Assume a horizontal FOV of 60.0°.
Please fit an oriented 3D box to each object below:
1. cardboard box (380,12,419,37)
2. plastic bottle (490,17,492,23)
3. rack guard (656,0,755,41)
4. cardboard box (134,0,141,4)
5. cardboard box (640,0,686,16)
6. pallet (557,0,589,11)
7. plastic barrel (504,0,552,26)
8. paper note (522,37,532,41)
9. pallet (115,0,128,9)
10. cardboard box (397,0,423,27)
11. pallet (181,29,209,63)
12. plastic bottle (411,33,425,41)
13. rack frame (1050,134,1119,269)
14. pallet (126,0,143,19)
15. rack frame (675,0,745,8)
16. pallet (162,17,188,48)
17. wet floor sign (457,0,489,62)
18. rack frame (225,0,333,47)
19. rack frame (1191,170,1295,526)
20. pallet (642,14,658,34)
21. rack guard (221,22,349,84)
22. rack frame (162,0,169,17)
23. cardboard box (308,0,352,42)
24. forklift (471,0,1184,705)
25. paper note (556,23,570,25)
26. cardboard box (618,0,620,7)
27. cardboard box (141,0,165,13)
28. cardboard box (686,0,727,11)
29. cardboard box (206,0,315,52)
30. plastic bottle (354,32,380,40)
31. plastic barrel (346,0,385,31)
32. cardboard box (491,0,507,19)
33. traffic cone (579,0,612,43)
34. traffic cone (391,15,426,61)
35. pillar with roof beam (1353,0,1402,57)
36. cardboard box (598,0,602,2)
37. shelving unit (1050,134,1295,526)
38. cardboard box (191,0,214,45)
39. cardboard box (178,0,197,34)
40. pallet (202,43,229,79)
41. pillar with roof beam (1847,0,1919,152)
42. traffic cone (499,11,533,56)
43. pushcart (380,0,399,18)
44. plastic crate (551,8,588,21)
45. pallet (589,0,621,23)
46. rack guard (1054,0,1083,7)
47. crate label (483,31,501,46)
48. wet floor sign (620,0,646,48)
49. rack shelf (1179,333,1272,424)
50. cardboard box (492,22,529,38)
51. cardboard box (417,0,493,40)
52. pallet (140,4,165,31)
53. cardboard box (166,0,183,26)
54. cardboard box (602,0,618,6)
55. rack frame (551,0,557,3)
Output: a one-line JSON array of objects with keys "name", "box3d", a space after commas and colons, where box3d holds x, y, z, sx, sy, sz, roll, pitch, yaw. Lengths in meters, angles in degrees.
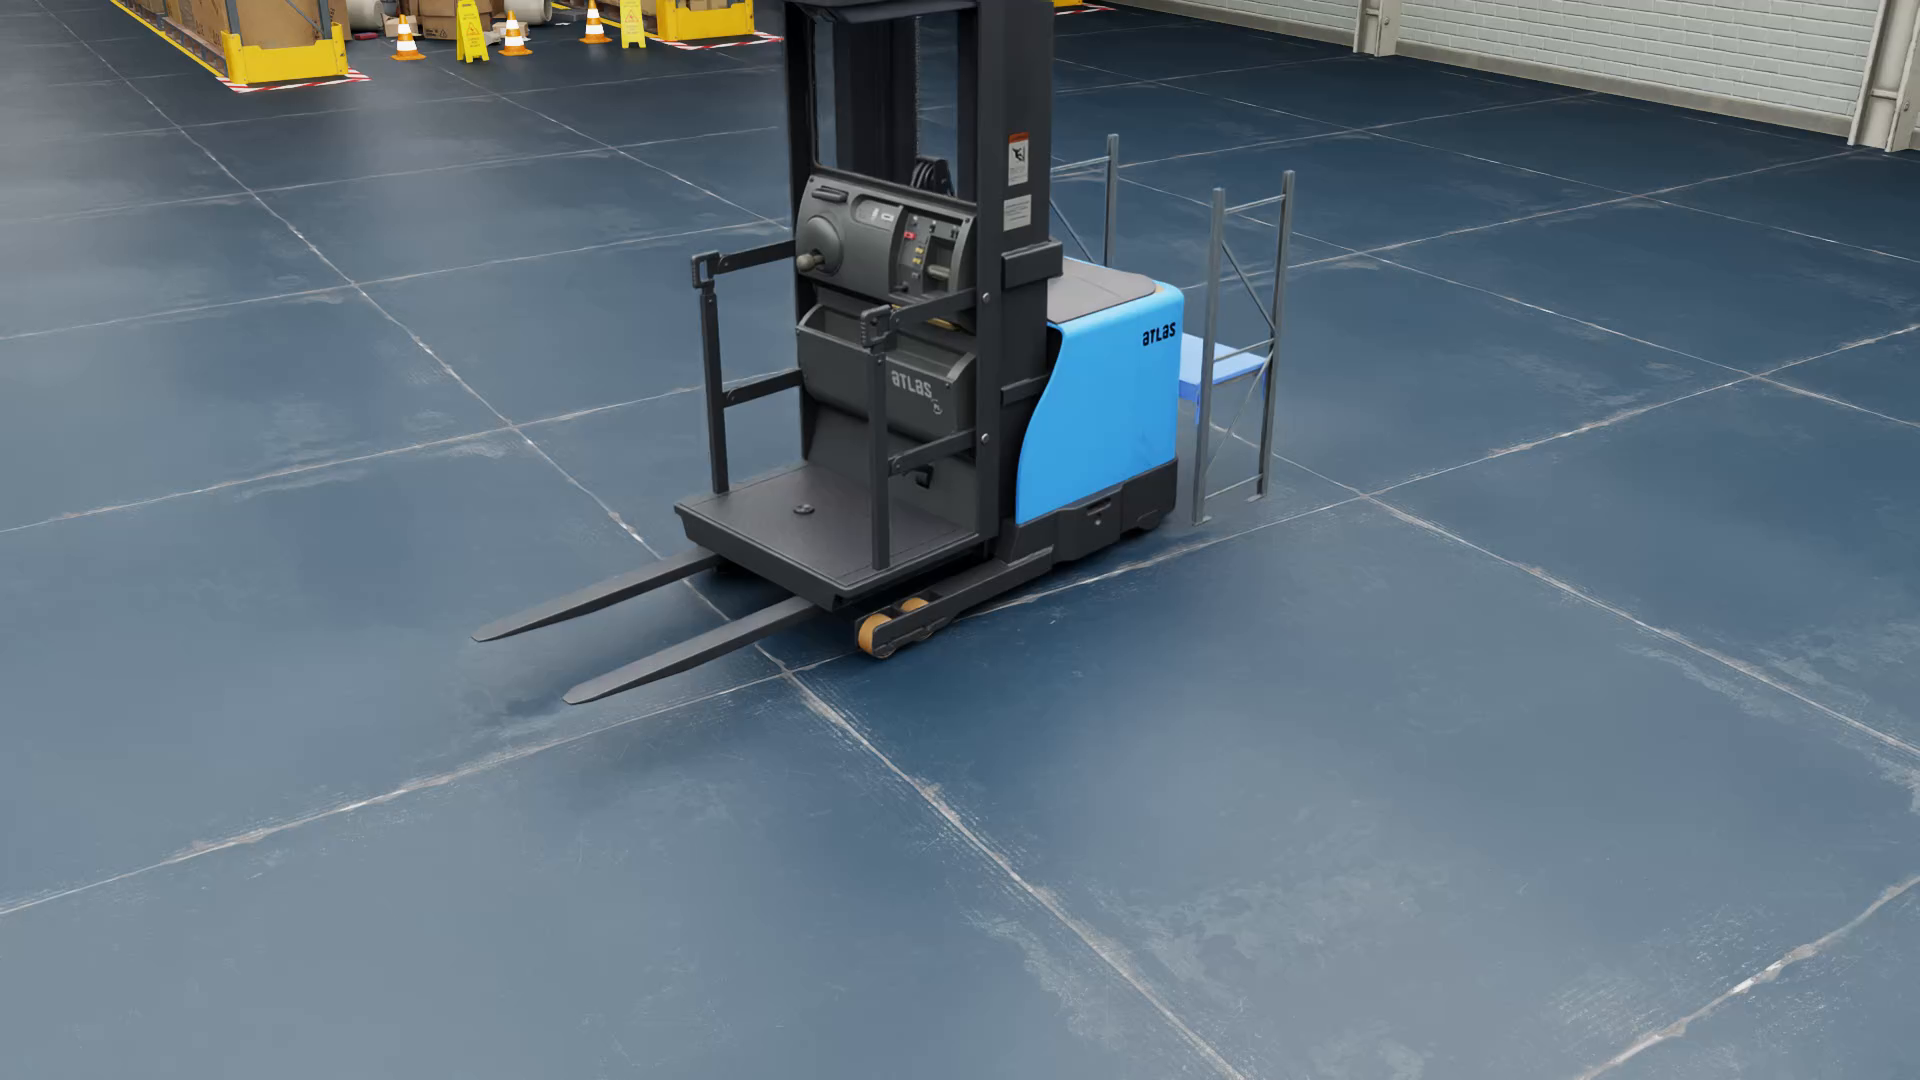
[{"name": "cardboard box", "box3d": [-6.839, -6.299, 20.281, 0.396, 0.266, 0.258, -10, 27, -21]}, {"name": "plastic bottle", "box3d": [-6.095, -6.683, 21.335, 0.133, 0.061, 0.283, -10, 27, -21]}, {"name": "rack guard", "box3d": [-3.087, -6.376, 20.172, 1.175, 0.500, 0.348, -16, 29, -30]}, {"name": "cardboard box", "box3d": [-10.258, -7.440, 21.640, 1.050, 0.750, 0.750, -16, 29, -30]}, {"name": "cardboard box", "box3d": [-3.725, -6.661, 20.576, 0.500, 0.250, 0.500, -16, 29, -30]}, {"name": "pallet", "box3d": [-4.832, -7.417, 22.715, 1.003, 0.211, 1.213, -16, 29, -30]}, {"name": "plastic barrel", "box3d": [-5.441, -6.701, 20.948, 0.512, 0.421, 0.421, 3, 25, 6]}, {"name": "paper note", "box3d": [-5.229, -6.011, 19.948, 0.142, 0.019, 0.148, 18, 31, 33]}, {"name": "pallet", "box3d": [-11.137, -7.591, 23.082, 1.003, 0.211, 1.213, -16, 29, -30]}, {"name": "cardboard box", "box3d": [-6.643, -6.783, 20.870, 0.797, 0.637, 0.503, -16, 29, -30]}, {"name": "pallet", "box3d": [-8.301, -5.733, 19.146, 1.003, 0.211, 1.213, -16, 29, -30]}, {"name": "plastic bottle", "box3d": [-6.579, -6.051, 19.996, 0.283, 0.061, 0.133, 18, 31, 33]}, {"name": "rack frame", "box3d": [0.543, -1.138, 7.903, 0.500, 1.500, 0.032, -21, 32, -37]}, {"name": "pallet", "box3d": [-10.475, -7.155, 22.159, 1.003, 0.211, 1.213, -16, 29, -30]}, {"name": "rack frame", "box3d": [-3.045, -7.480, 19.580, 1.000, 3.000, 0.127, -16, 29, -30]}, {"name": "pallet", "box3d": [-8.971, -6.169, 20.071, 1.003, 0.211, 1.213, -16, 29, -30]}, {"name": "wet floor sign", "box3d": [-5.462, -5.676, 18.518, 0.267, 0.644, 0.232, -22, 33, -38]}, {"name": "rack frame", "box3d": [-7.137, -6.290, 17.060, 1.000, 3.000, 0.127, -16, 29, -30]}, {"name": "rack frame", "box3d": [1.224, -0.816, 7.221, 0.500, 1.500, 0.032, -21, 32, -37]}, {"name": "pallet", "box3d": [-3.500, -6.545, 20.866, 1.003, 0.211, 1.213, -16, 29, -30]}, {"name": "rack guard", "box3d": [-7.124, -5.151, 17.576, 1.175, 0.500, 0.348, -16, 29, -30]}, {"name": "rack frame", "box3d": [-9.321, -7.721, 20.091, 1.000, 3.000, 0.127, -16, 29, -30]}, {"name": "cardboard box", "box3d": [-7.614, -6.275, 19.954, 0.500, 0.500, 0.500, -10, 27, -21]}, {"name": "forklift", "box3d": [-0.448, -1.126, 6.202, 3.031, 2.935, 1.130, -23, 33, -39]}, {"name": "paper note", "box3d": [-5.039, -6.556, 21.102, 0.148, 0.019, 0.142, 18, 31, 33]}, {"name": "cardboard box", "box3d": [-3.988, -6.840, 20.954, 0.500, 0.250, 0.500, -15, 29, -29]}, {"name": "cardboard box", "box3d": [-9.735, -7.094, 20.907, 1.050, 0.750, 0.750, -16, 29, -30]}, {"name": "cardboard box", "box3d": [-3.254, -6.779, 20.825, 0.500, 0.250, 0.500, -16, 30, -30]}, {"name": "cardboard box", "box3d": [-7.563, -5.746, 17.905, 0.875, 0.875, 0.875, -15, 29, -29]}, {"name": "plastic bottle", "box3d": [-7.146, -6.079, 20.057, 0.133, 0.061, 0.283, 18, 31, 33]}, {"name": "plastic barrel", "box3d": [-7.416, -6.507, 20.539, 0.512, 0.421, 0.421, 3, 25, 6]}, {"name": "cardboard box", "box3d": [-5.784, -7.081, 21.661, 0.500, 0.500, 0.500, 3, 25, 6]}, {"name": "traffic cone", "box3d": [-4.361, -6.186, 19.811, 0.336, 0.463, 0.334, -16, 29, -30]}, {"name": "traffic cone", "box3d": [-6.237, -5.664, 18.705, 0.336, 0.463, 0.334, -16, 29, -30]}, {"name": "pillar with roof beam", "box3d": [1.155, -8.660, 15.054, 9.100, 9.000, 0.400, -16, 29, -30]}, {"name": "cardboard box", "box3d": [-4.540, -7.205, 21.729, 0.500, 0.250, 0.500, -16, 30, -30]}, {"name": "shelving unit", "box3d": [0.883, -0.977, 7.562, 0.538, 1.500, 1.048, -21, 32, -37]}, {"name": "cardboard box", "box3d": [-8.045, -6.060, 18.571, 0.875, 0.875, 0.875, -16, 30, -30]}, {"name": "cardboard box", "box3d": [-8.541, -6.387, 19.263, 0.875, 0.875, 0.875, -15, 29, -29]}, {"name": "pallet", "box3d": [-7.639, -5.297, 18.223, 1.003, 0.211, 1.213, -16, 29, -30]}, {"name": "pillar with roof beam", "box3d": [4.431, -6.514, 10.508, 9.100, 9.000, 0.400, -16, 29, -30]}, {"name": "traffic cone", "box3d": [-5.105, -5.805, 19.005, 0.336, 0.463, 0.334, -16, 29, -30]}, {"name": "pushcart", "box3d": [-7.112, -7.175, 22.007, 0.936, 0.377, 1.648, 18, 31, 33]}, {"name": "plastic crate", "box3d": [-5.059, -6.837, 21.640, 0.583, 0.080, 0.402, 18, 31, 33]}, {"name": "pallet", "box3d": [-4.162, -6.981, 21.790, 1.003, 0.211, 1.213, -16, 29, -30]}, {"name": "rack guard", "box3d": [1.125, -7.499, 22.549, 1.175, 0.500, 0.348, -16, 29, -30]}, {"name": "crate label", "box3d": [-5.586, -5.925, 19.640, 0.298, 0.136, 0.250, 12, 28, 24]}, {"name": "wet floor sign", "box3d": [-3.838, -6.098, 19.411, 0.267, 0.644, 0.232, -6, 26, -12]}, {"name": "rack shelf", "box3d": [0.883, -0.814, 7.639, 0.538, 0.185, 1.000, -21, 32, -37]}, {"name": "cardboard box", "box3d": [-5.453, -6.188, 20.184, 0.380, 0.149, 0.250, -1, 25, -3]}, {"name": "cardboard box", "box3d": [-6.125, -6.389, 20.194, 0.637, 0.503, 0.797, 7, 26, 15]}, {"name": "pallet", "box3d": [-9.805, -6.718, 21.234, 1.003, 0.211, 1.213, -16, 29, -30]}, {"name": "cardboard box", "box3d": [-9.036, -6.708, 19.944, 0.875, 0.875, 0.875, -15, 29, -29]}, {"name": "cardboard box", "box3d": [-4.278, -7.026, 21.348, 0.500, 0.250, 0.500, -17, 30, -31]}, {"name": "rack frame", "box3d": [-5.229, -8.910, 22.611, 1.000, 3.000, 0.127, -16, 29, -30]}]
